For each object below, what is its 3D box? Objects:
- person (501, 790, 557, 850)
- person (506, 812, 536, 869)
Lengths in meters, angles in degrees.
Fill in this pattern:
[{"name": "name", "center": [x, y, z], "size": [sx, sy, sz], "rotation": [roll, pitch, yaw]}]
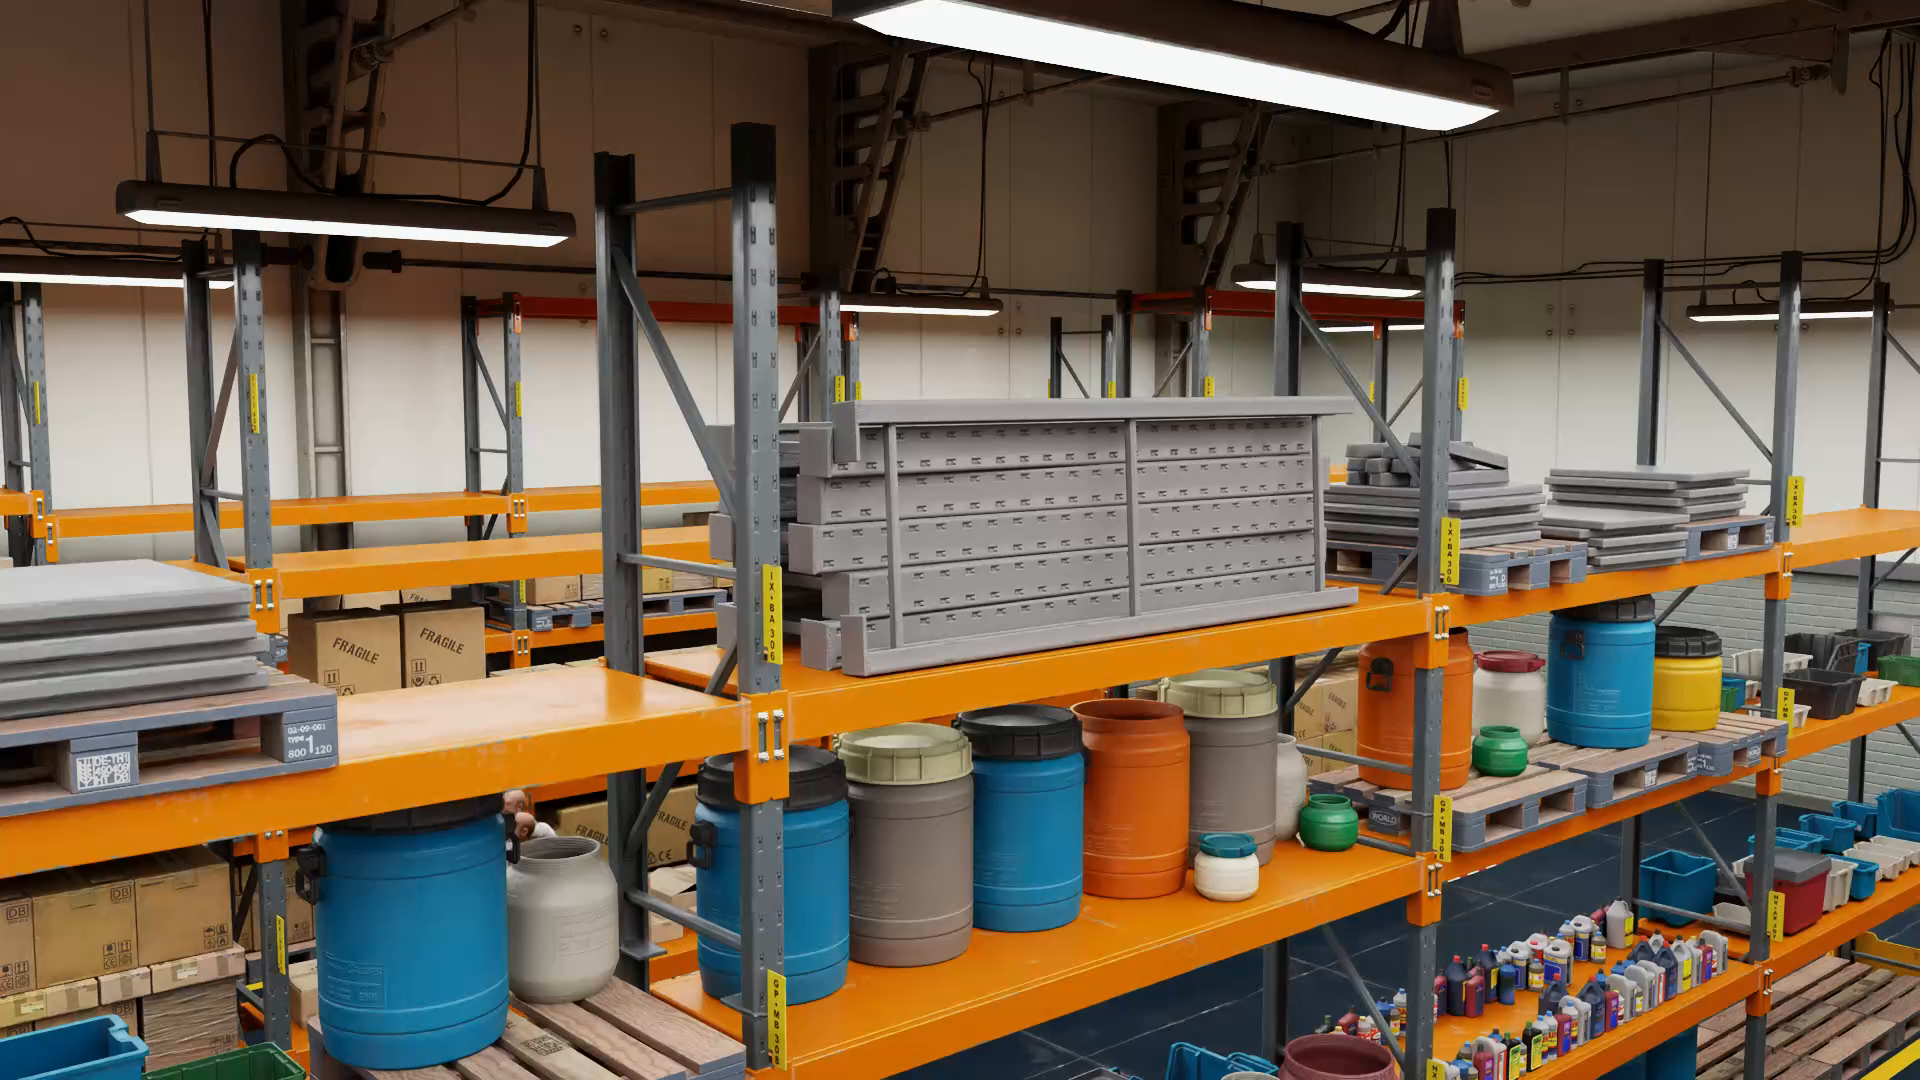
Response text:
[{"name": "person", "center": [-3.697, 2.951, 13.748], "size": [0.698, 1.798, 0.971], "rotation": [4, 7, 37]}, {"name": "person", "center": [-3.359, 3.076, 13.257], "size": [0.874, 1.692, 0.712], "rotation": [-4, 7, -35]}]
